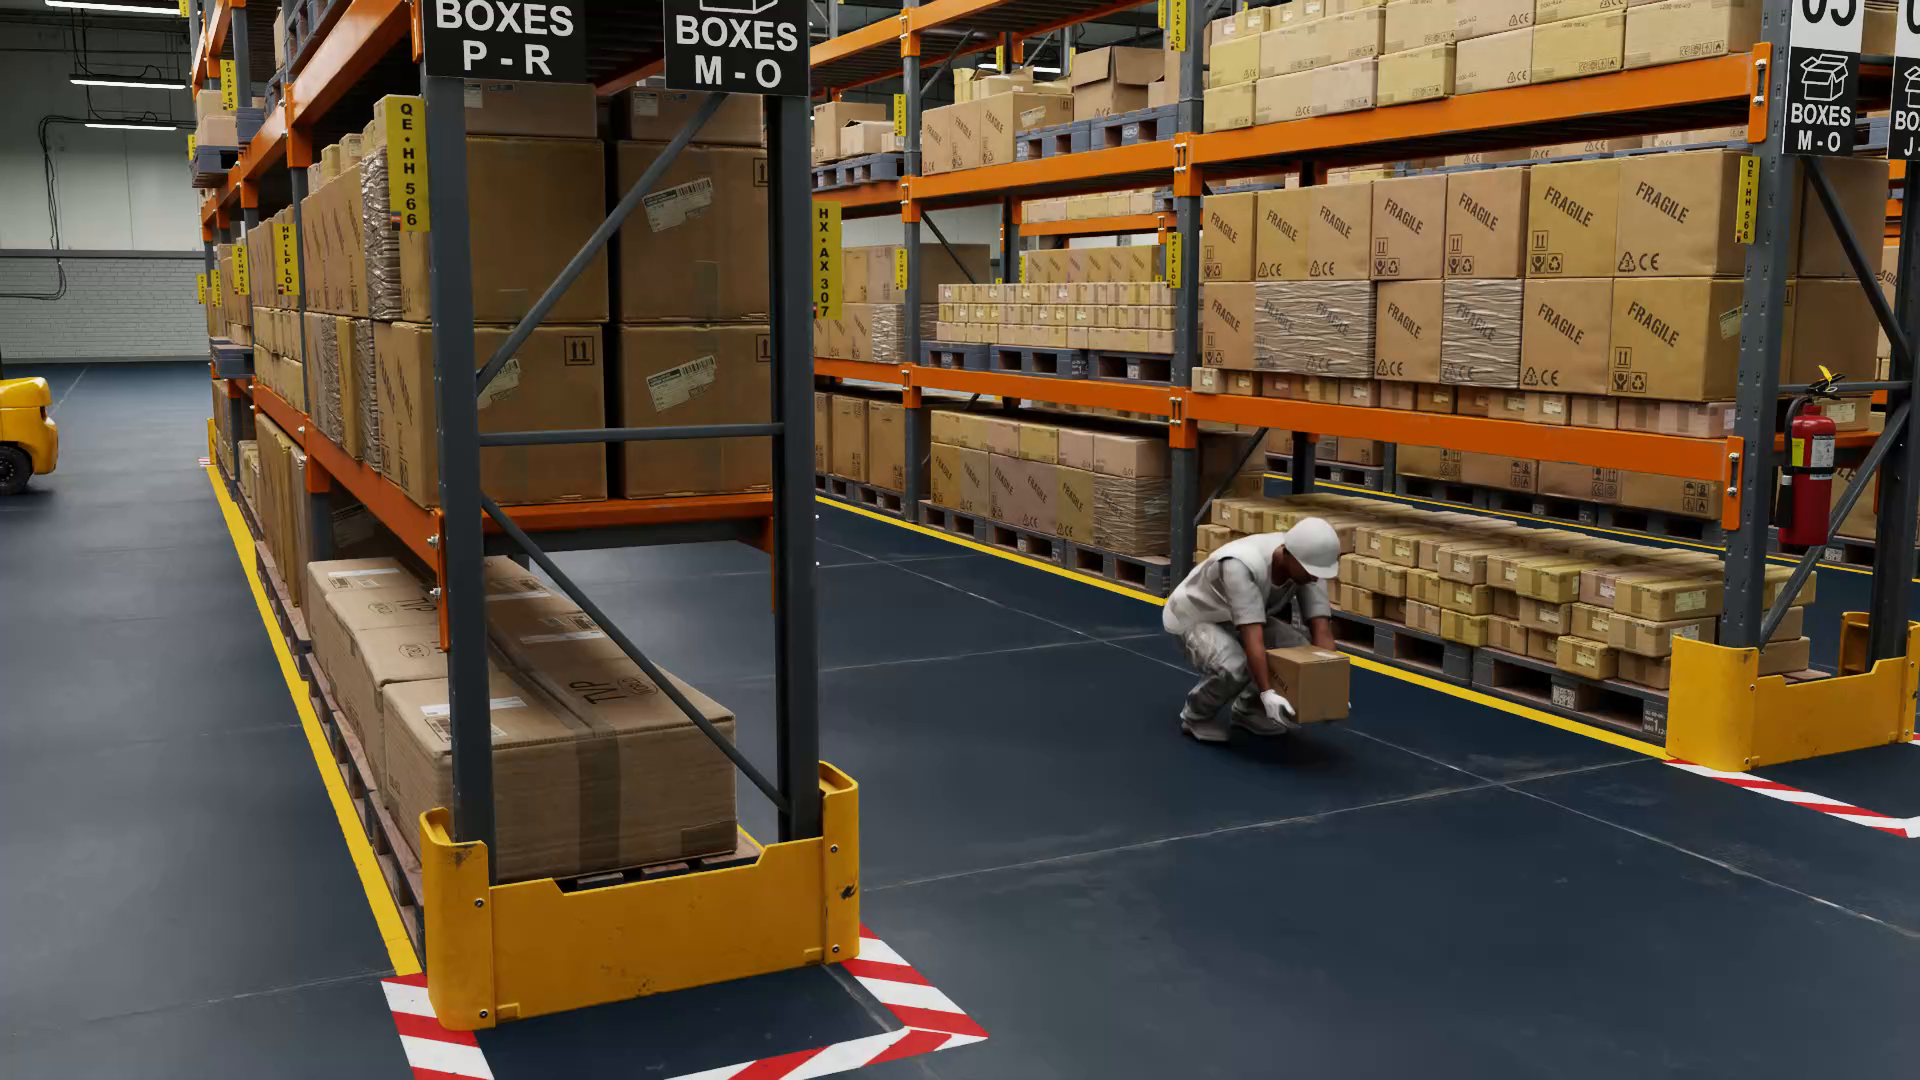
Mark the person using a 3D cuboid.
[{"bbox_3d":[1.261,0.367,7.001,0.561,1.000,0.926,-4,9,-27],"label":"person"}]
